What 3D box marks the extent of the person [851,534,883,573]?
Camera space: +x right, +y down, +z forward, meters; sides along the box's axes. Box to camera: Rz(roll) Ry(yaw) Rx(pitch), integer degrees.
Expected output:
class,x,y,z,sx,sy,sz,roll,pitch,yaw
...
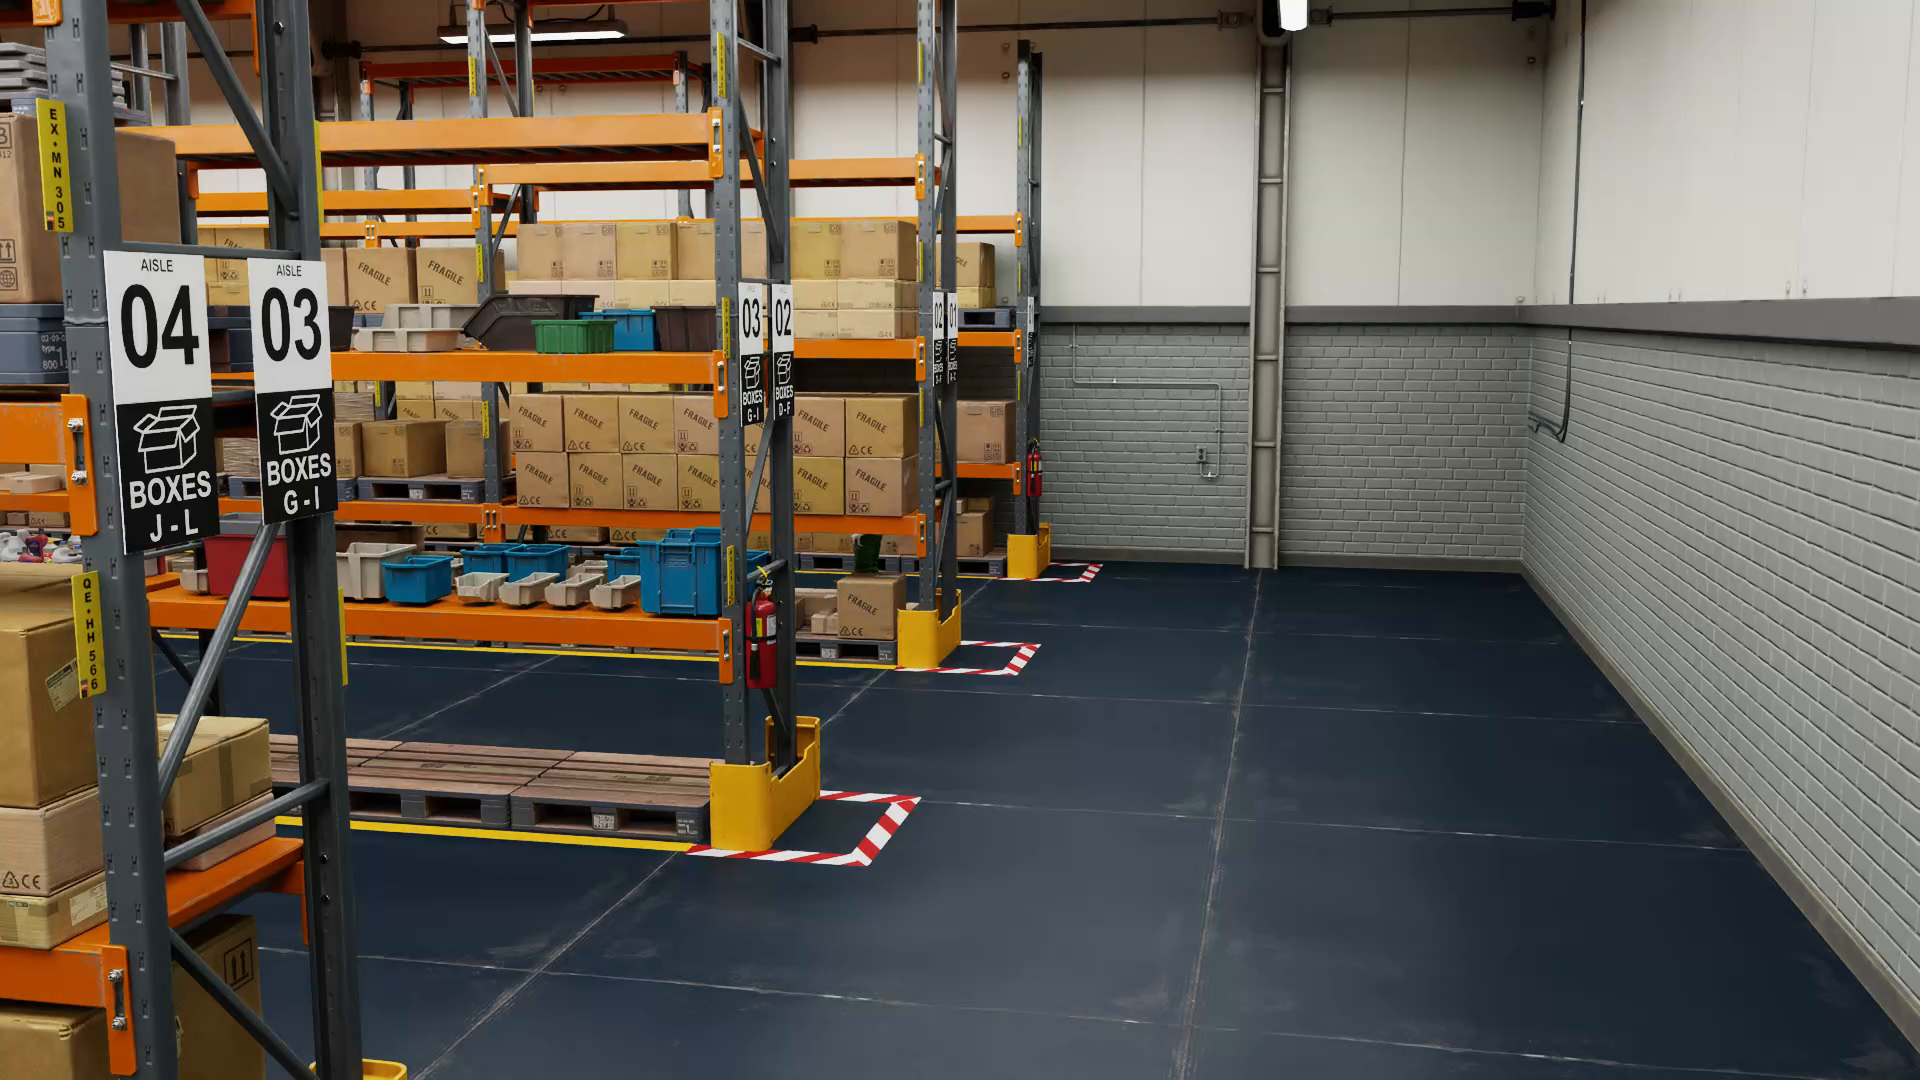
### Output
class,x,y,z,sx,sy,sz,roll,pitch,yaw
person,-0.927,-0.090,16.402,0.451,1.779,0.607,2,8,11
